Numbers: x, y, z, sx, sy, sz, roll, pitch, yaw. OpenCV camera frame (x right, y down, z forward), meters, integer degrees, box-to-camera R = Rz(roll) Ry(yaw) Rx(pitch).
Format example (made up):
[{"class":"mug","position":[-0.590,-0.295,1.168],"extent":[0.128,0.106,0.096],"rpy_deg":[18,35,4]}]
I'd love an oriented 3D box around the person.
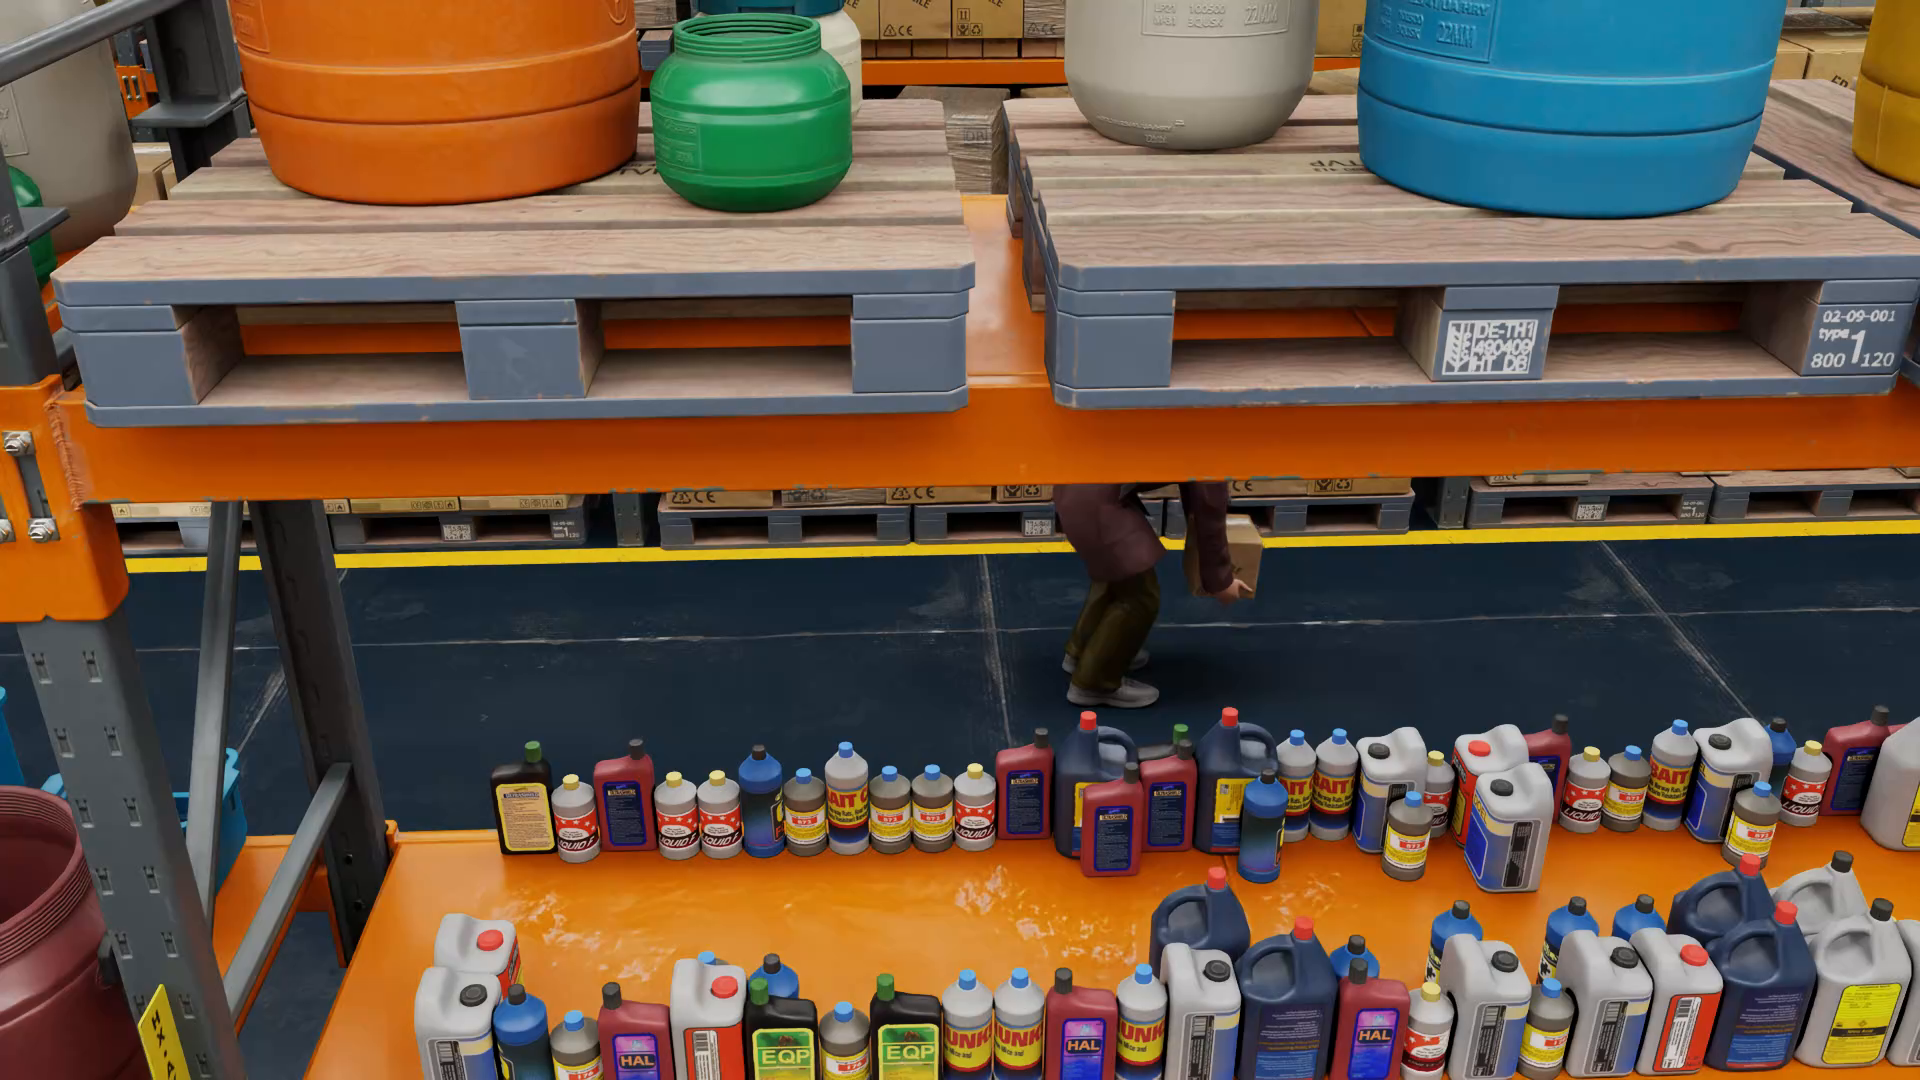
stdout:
[{"class":"person","position":[0.808,-0.003,6.615],"extent":[0.890,1.346,0.565],"rpy_deg":[-2,27,-4]}]
